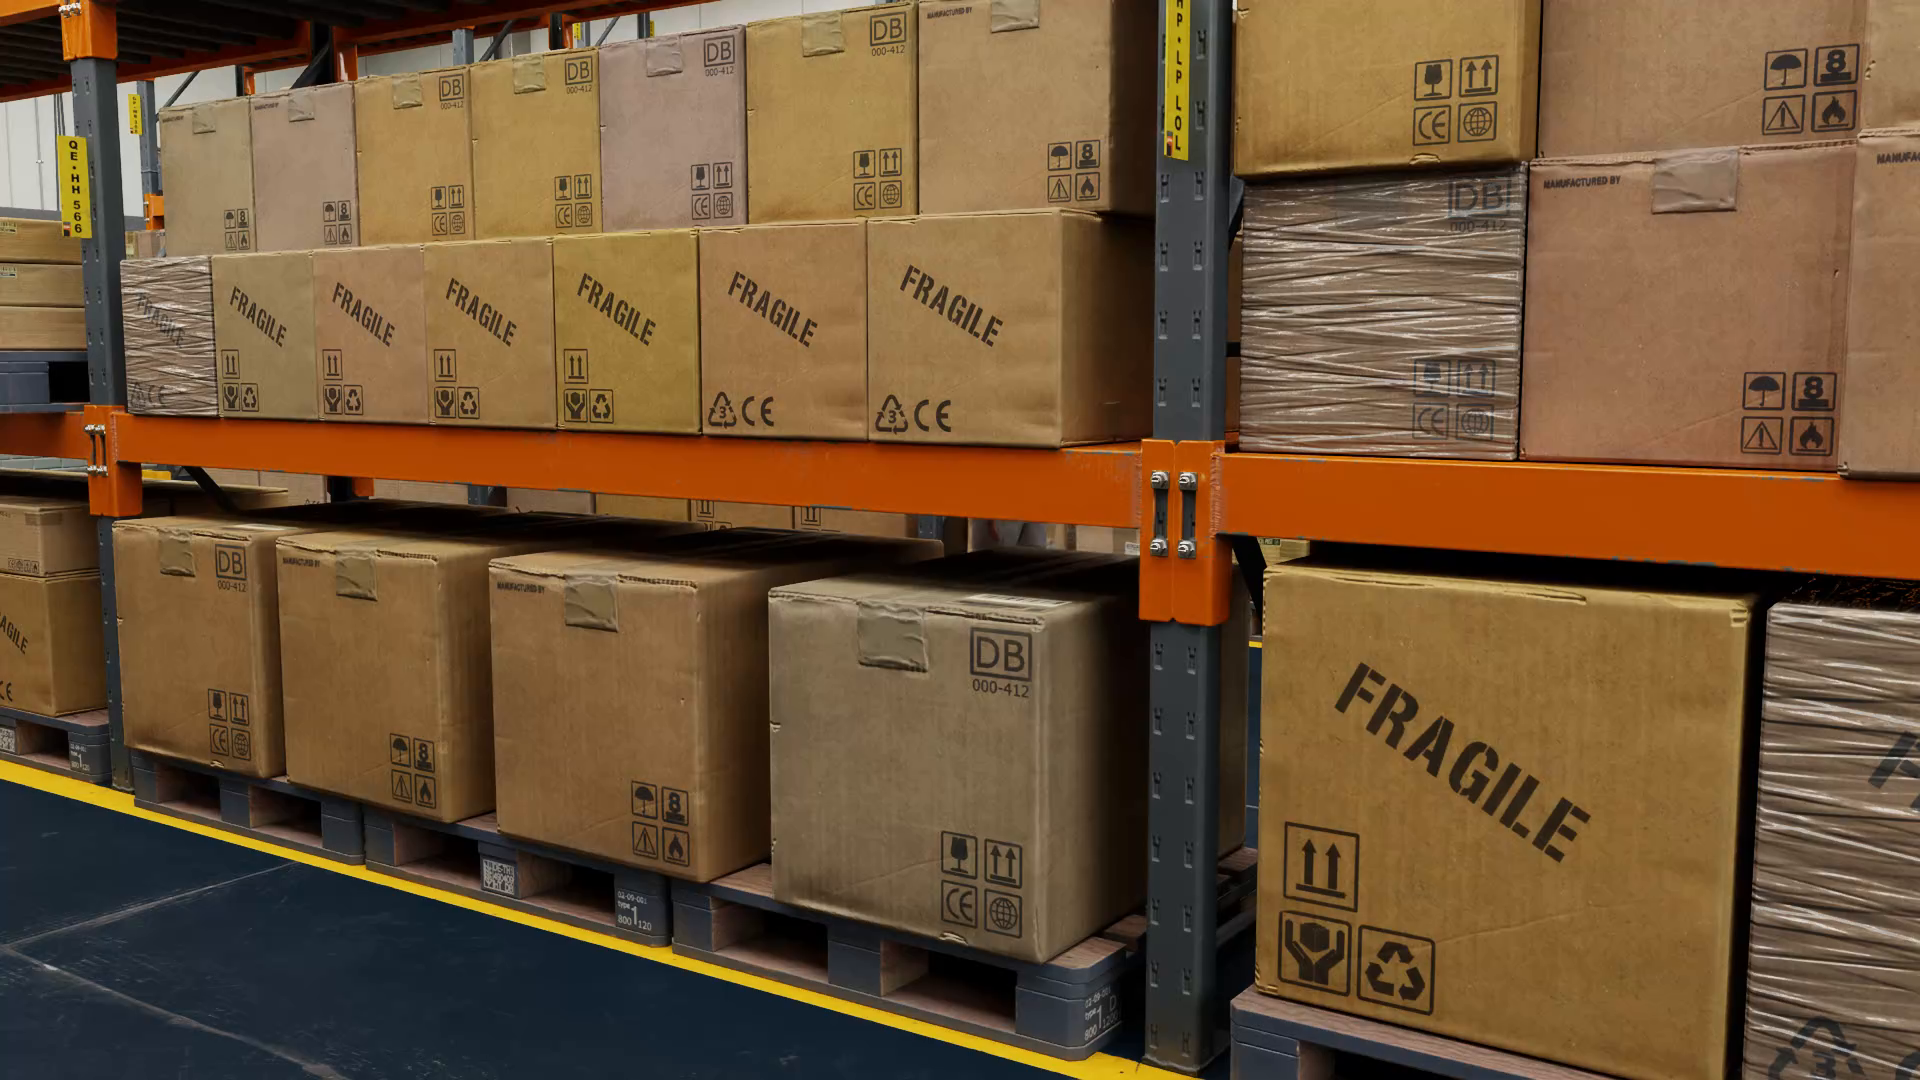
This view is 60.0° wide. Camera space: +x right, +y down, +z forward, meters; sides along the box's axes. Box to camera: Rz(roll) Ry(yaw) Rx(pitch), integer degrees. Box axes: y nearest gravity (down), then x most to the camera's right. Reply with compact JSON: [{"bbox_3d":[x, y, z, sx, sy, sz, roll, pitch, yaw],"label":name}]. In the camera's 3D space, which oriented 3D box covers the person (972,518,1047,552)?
[{"bbox_3d":[0.303,-0.189,7.418,0.695,1.670,0.494,4,8,33],"label":"person"}]
